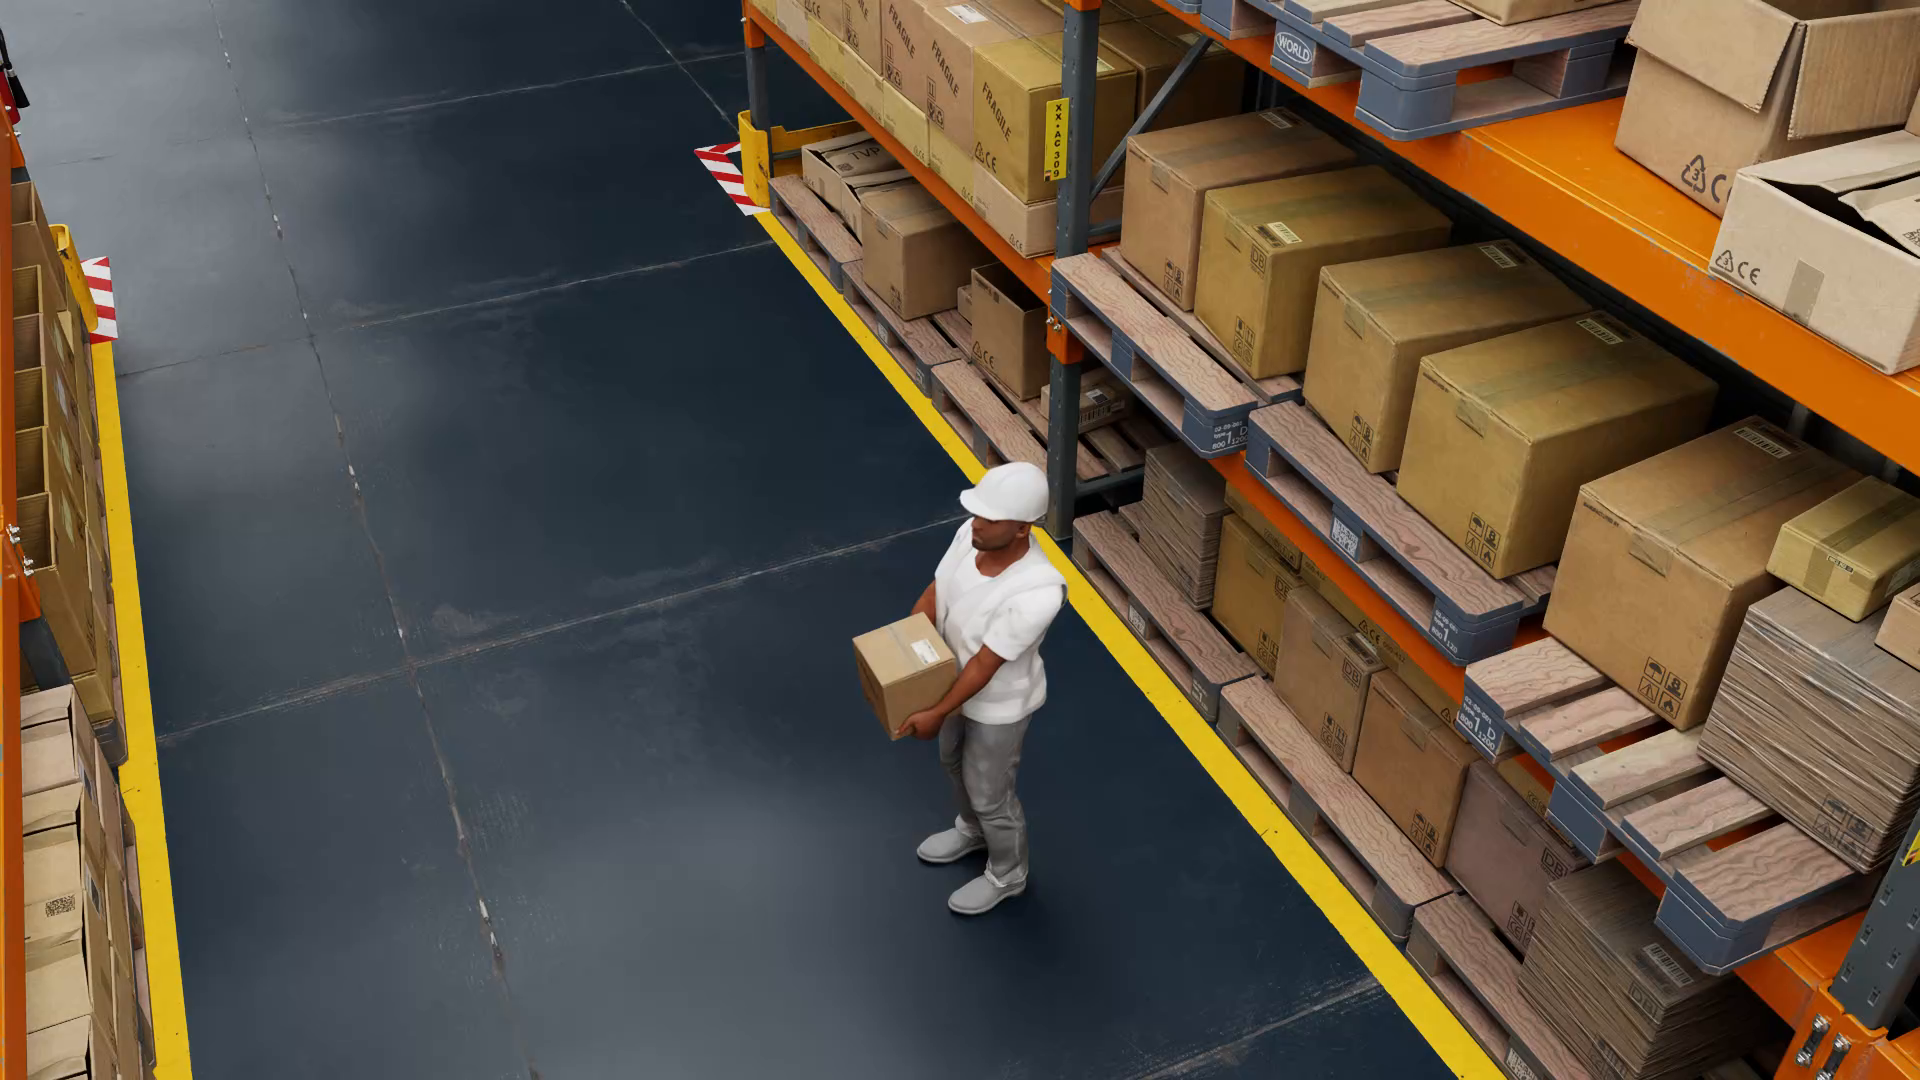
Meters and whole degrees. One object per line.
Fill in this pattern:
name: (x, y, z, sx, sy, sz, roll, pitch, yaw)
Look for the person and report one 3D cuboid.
person: (0.009, 0.518, 5.451, 0.577, 1.758, 0.503, -15, 40, -19)
